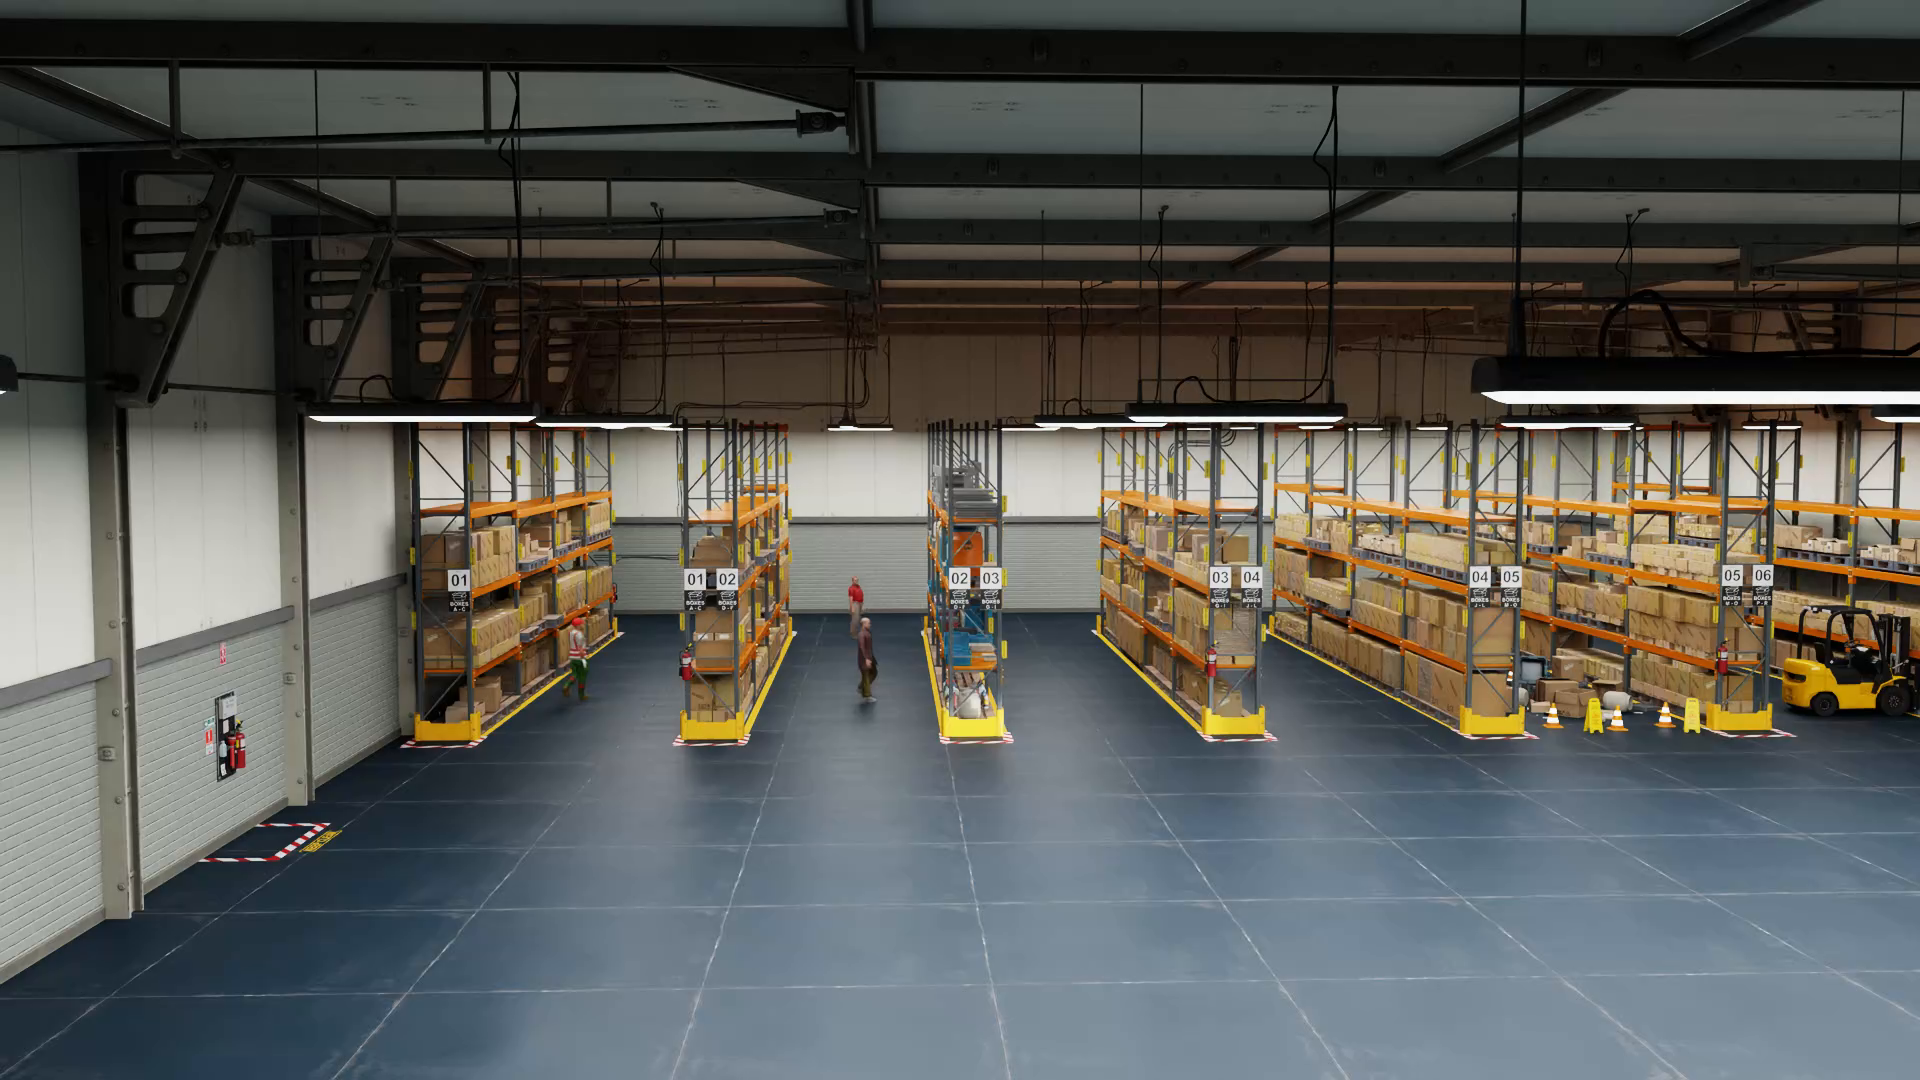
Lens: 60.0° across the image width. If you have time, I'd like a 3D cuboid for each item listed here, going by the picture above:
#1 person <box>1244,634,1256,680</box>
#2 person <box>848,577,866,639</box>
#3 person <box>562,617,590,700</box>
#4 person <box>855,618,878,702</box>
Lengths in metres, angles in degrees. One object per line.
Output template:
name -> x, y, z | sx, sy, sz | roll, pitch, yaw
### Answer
person -> 6.806, 2.410, 38.733 | 0.335, 1.665, 0.480 | -2, 4, -30
person -> -2.898, 1.899, 46.532 | 0.422, 1.739, 0.618 | 1, 4, 16
person -> -8.205, 2.544, 35.562 | 0.541, 1.781, 0.669 | 3, 5, 36
person -> -1.982, 2.551, 35.606 | 0.589, 1.786, 0.734 | 1, 4, 14
